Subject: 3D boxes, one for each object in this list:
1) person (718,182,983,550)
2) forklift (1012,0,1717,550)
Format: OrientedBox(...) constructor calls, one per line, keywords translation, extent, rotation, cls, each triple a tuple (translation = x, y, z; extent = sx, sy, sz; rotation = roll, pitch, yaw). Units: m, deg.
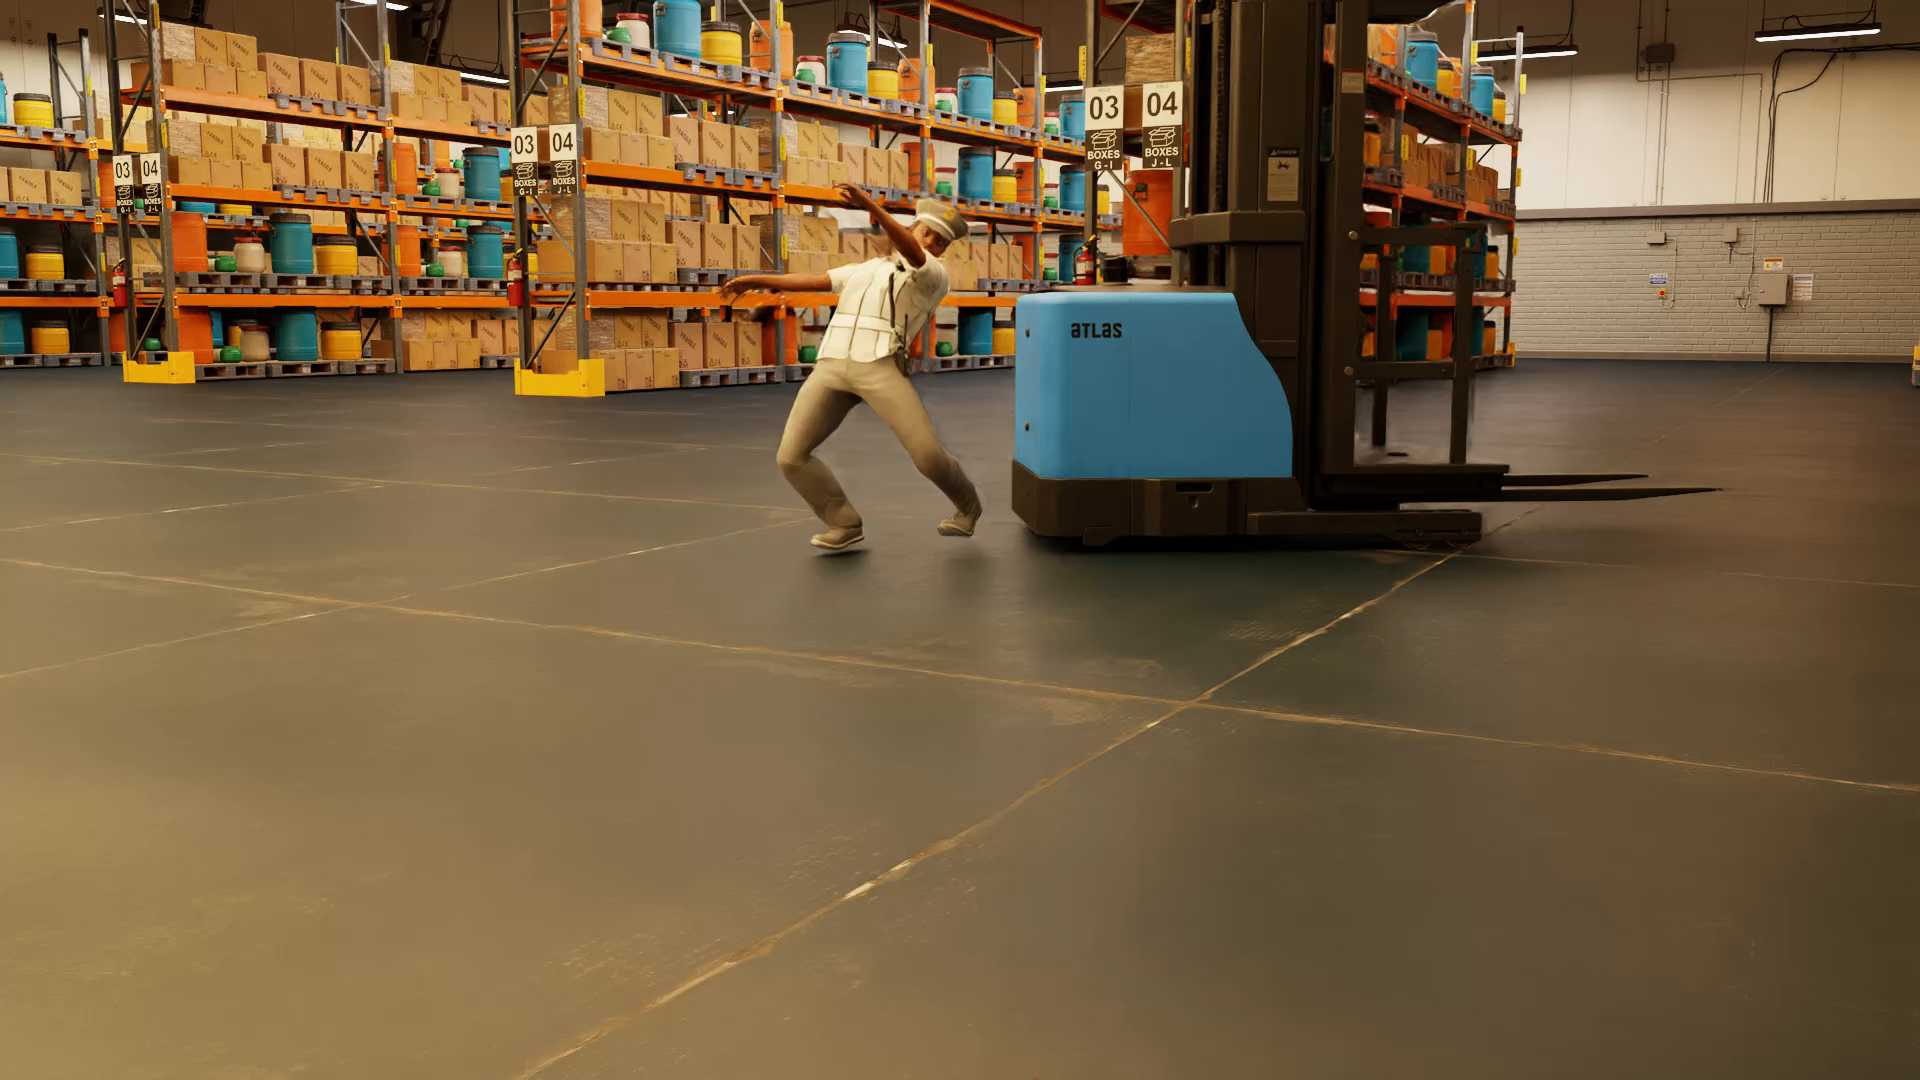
OrientedBox(translation=(-0.465, -0.696, 6.835), extent=(1.015, 1.468, 0.725), rotation=(3, 8, 21), cls="person")
OrientedBox(translation=(1.791, -1.481, 7.325), extent=(3.031, 2.935, 1.130), rotation=(-1, 8, -5), cls="forklift")
